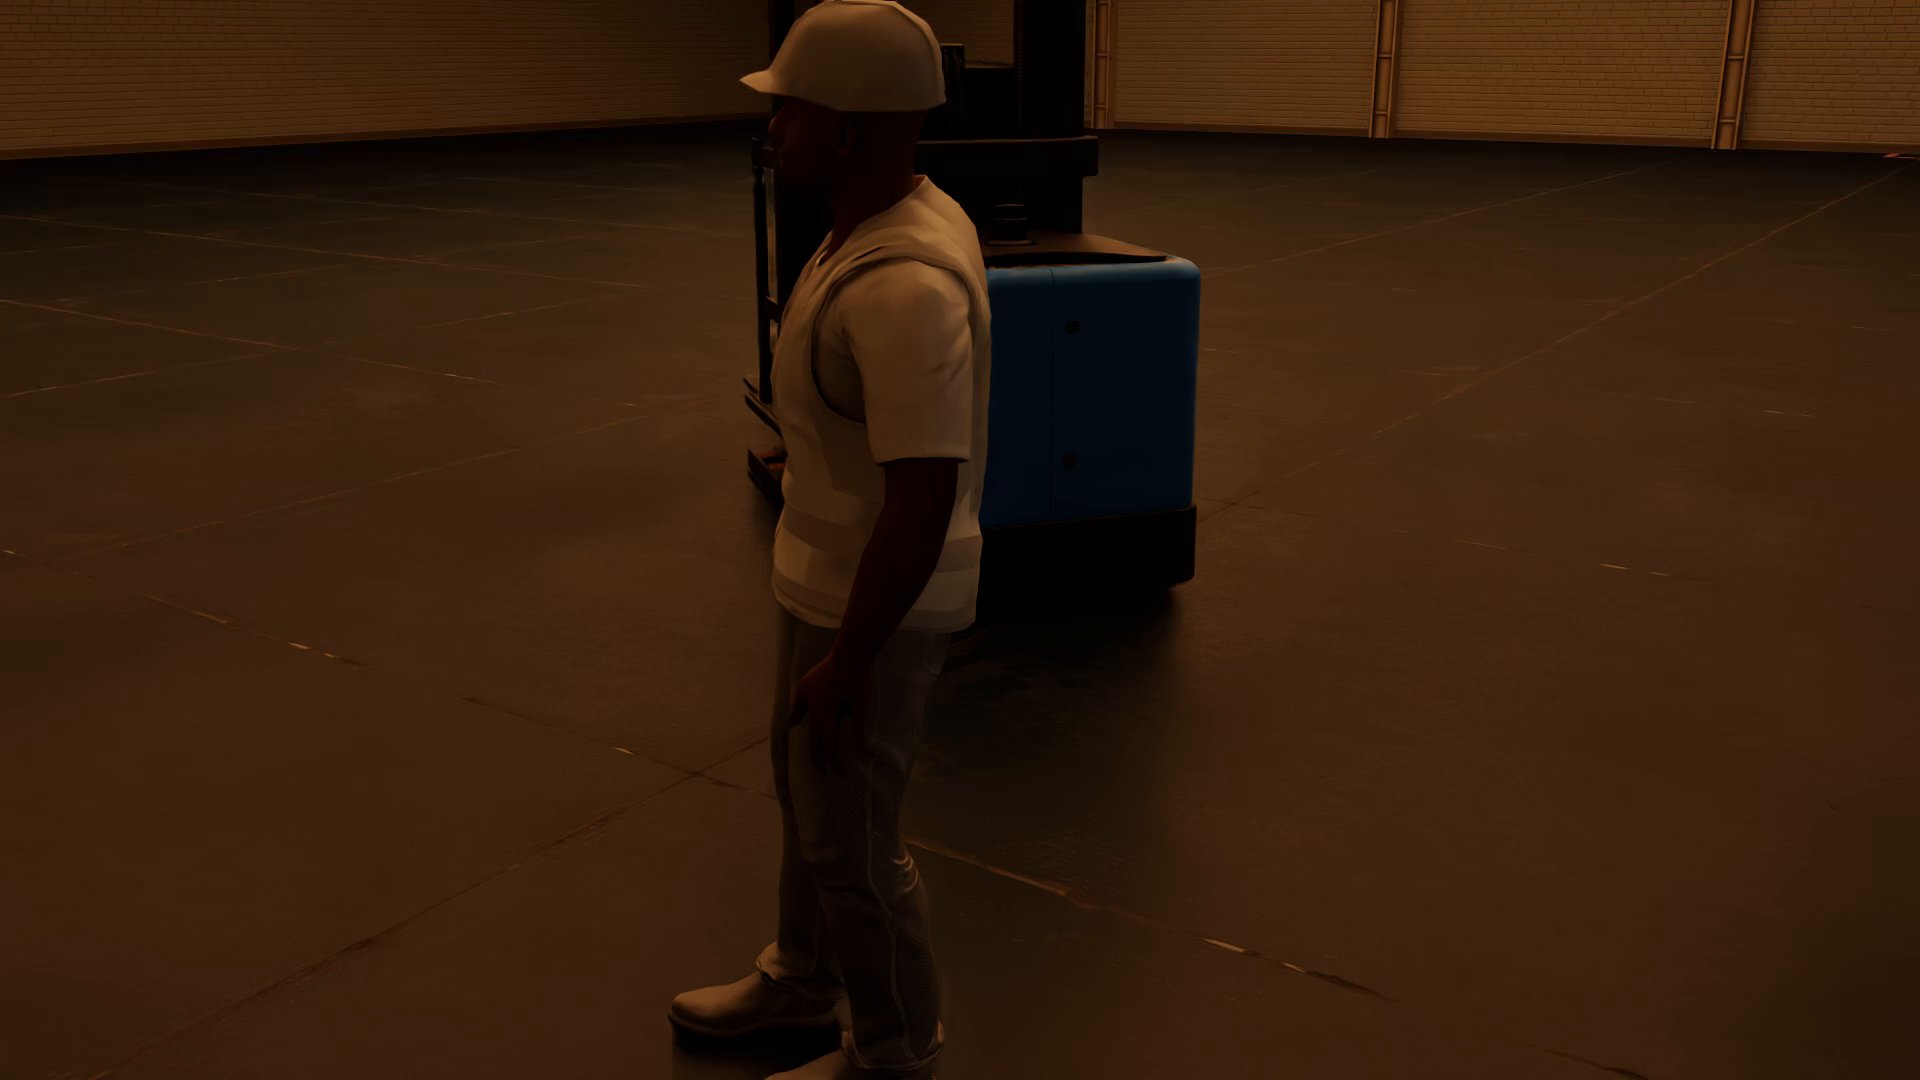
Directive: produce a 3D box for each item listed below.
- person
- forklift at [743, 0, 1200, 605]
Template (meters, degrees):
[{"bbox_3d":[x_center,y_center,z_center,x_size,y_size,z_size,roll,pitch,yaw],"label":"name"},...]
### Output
[{"bbox_3d":[-0.226,0.083,2.593,0.557,1.766,0.733,-2,17,-6],"label":"person"},{"bbox_3d":[-0.202,-1.570,6.083,1.130,2.935,3.031,-5,17,-18],"label":"forklift"}]
